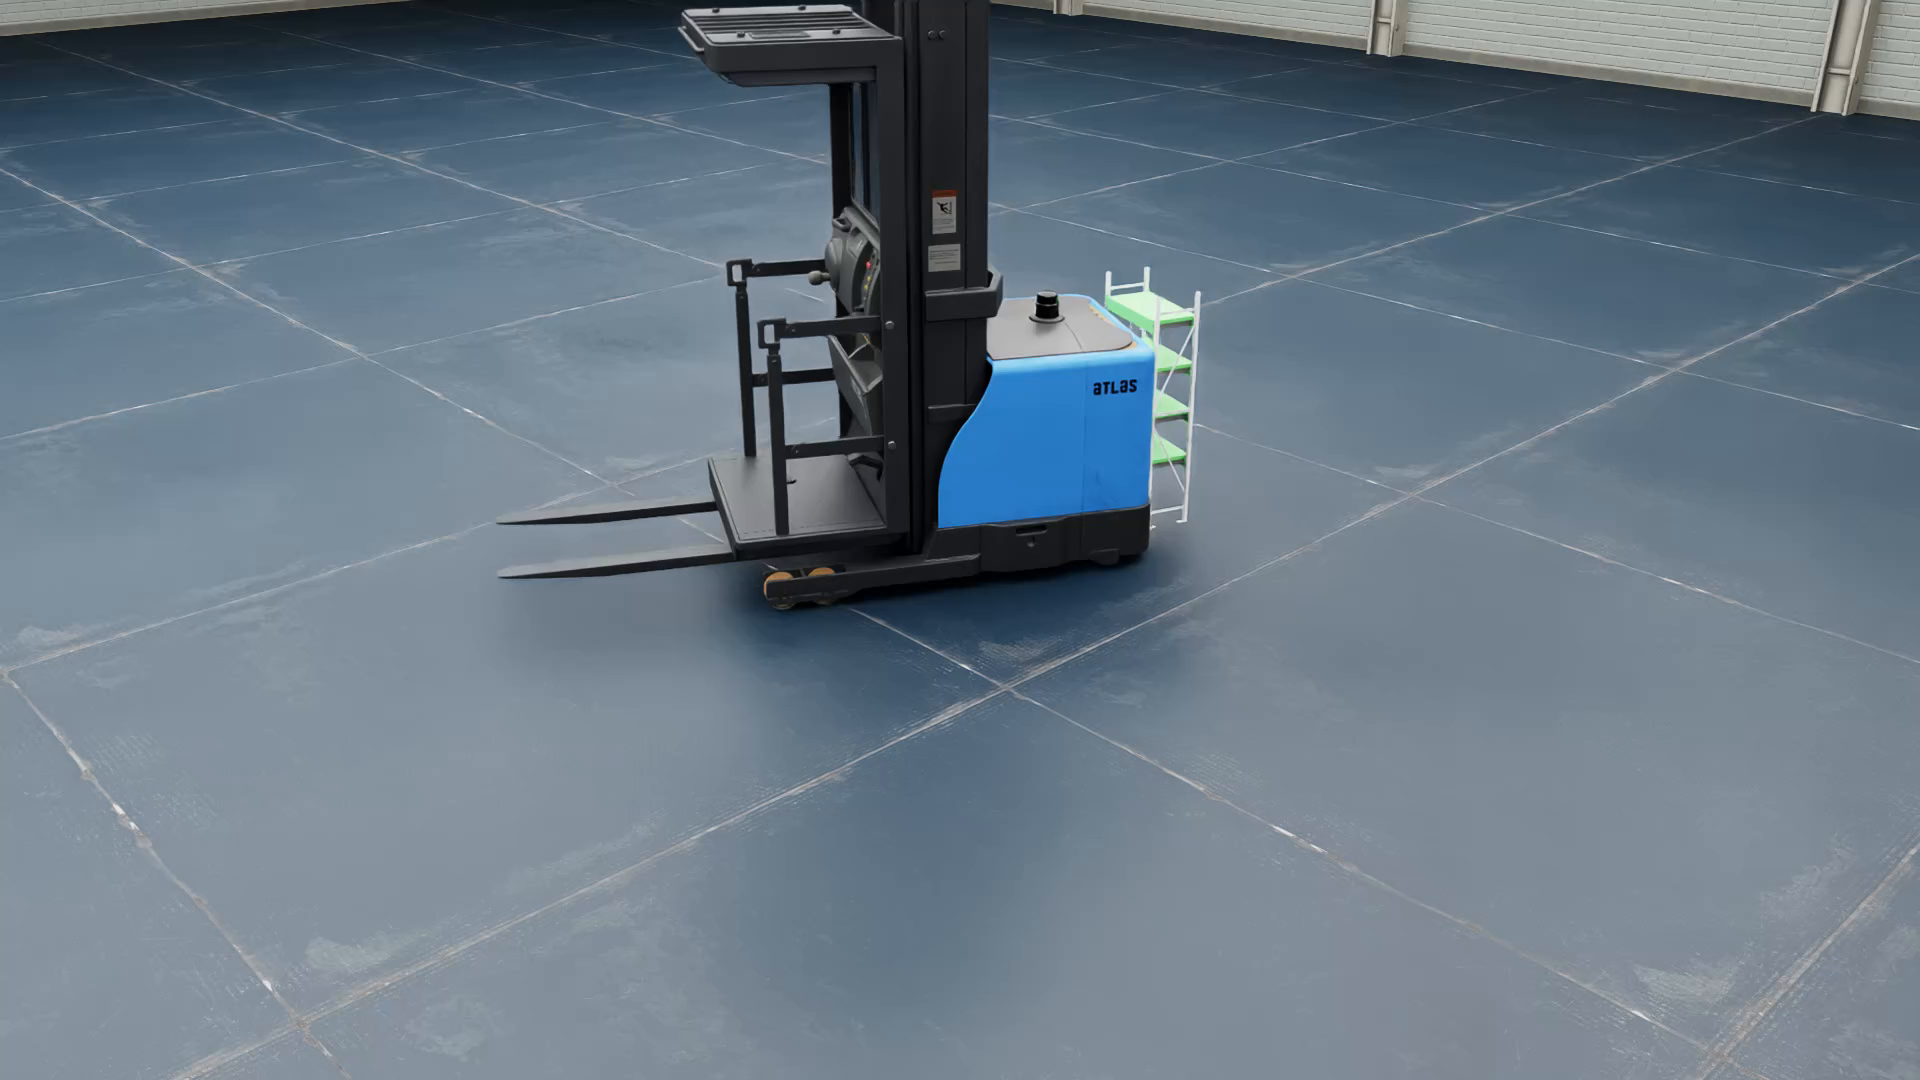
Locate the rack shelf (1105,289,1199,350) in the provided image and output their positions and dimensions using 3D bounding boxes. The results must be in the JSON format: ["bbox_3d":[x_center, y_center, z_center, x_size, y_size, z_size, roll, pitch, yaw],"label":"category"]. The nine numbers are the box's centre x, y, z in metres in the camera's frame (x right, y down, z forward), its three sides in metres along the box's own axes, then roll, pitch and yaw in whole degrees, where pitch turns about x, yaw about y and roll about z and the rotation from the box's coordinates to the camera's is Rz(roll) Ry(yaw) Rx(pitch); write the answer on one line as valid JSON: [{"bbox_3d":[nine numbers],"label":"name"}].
[{"bbox_3d":[0.940,-1.092,8.195,0.258,0.148,0.480,-11,27,-22],"label":"rack shelf"}]

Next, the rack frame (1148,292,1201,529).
[{"bbox_3d":[1.040,-0.621,8.166,0.240,1.200,0.015,-11,27,-22],"label":"rack frame"}]

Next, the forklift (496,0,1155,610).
[{"bbox_3d":[-0.665,-1.261,7.482,3.031,2.935,1.130,-6,25,-13],"label":"forklift"}]

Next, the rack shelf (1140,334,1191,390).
[{"bbox_3d":[0.940,-0.874,8.295,0.258,0.148,0.480,-11,27,-22],"label":"rack shelf"}]

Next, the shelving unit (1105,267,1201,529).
[{"bbox_3d":[0.941,-0.714,8.368,0.258,1.200,0.503,-11,27,-22],"label":"shelving unit"}]

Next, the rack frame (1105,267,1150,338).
[{"bbox_3d":[0.841,-0.806,8.571,0.240,1.200,0.015,-11,27,-22],"label":"rack frame"}]

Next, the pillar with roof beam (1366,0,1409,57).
[{"bbox_3d":[2.717,-9.575,18.396,9.100,9.000,0.400,-21,32,-38],"label":"pillar with roof beam"}]

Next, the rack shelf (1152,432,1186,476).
[{"bbox_3d":[0.941,-0.437,8.495,0.258,0.148,0.480,-11,27,-22],"label":"rack shelf"}]

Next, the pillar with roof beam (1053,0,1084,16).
[{"bbox_3d":[-1.384,-11.393,22.381,9.100,9.000,0.400,-21,32,-38],"label":"pillar with roof beam"}]

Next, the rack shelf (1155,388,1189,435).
[{"bbox_3d":[0.941,-0.655,8.395,0.258,0.148,0.480,-11,27,-22],"label":"rack shelf"}]

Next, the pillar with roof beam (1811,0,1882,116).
[{"bbox_3d":[6.818,-7.757,14.412,9.100,9.000,0.400,-21,32,-38],"label":"pillar with roof beam"}]
